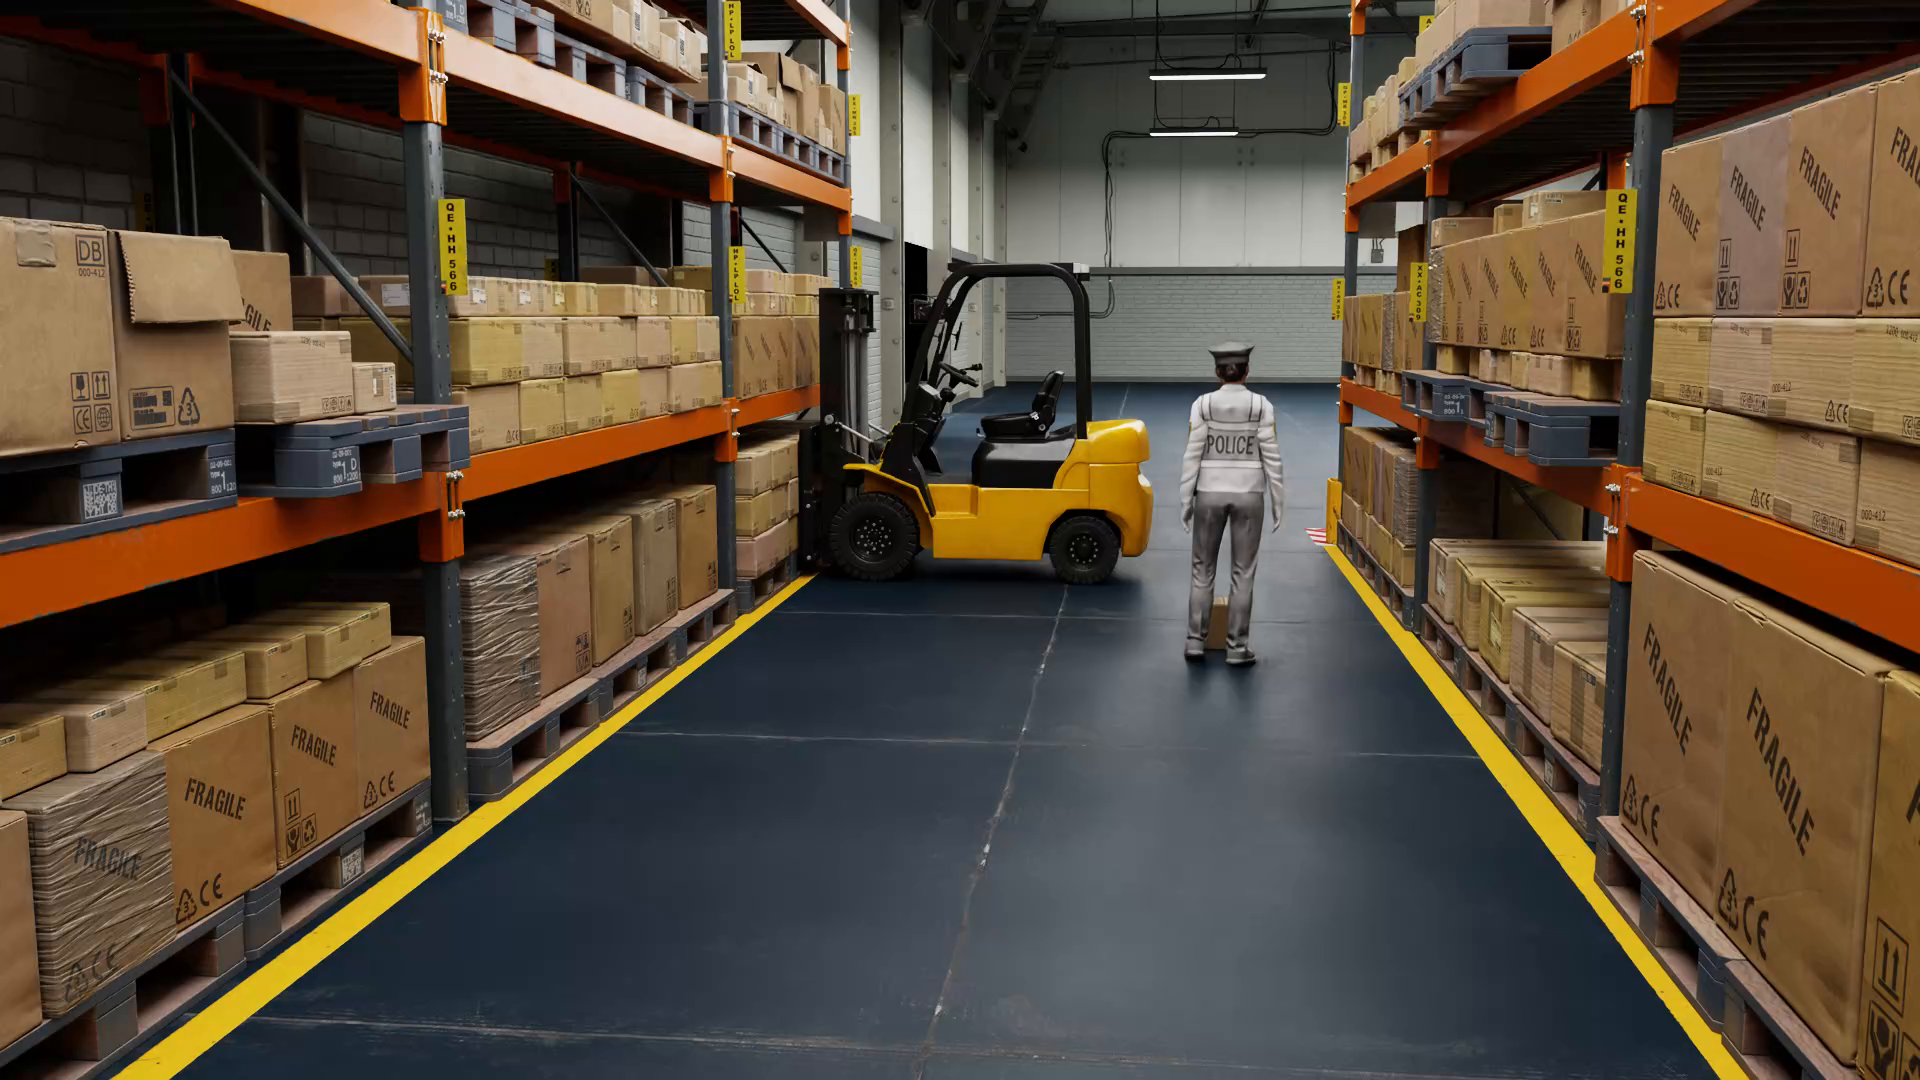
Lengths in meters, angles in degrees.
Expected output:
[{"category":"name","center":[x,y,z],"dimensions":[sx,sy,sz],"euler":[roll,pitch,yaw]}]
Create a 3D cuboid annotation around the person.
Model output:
[{"category":"person","center":[1.421,-0.184,8.659],"dimensions":[0.537,1.694,0.443],"euler":[2,8,13]}]
